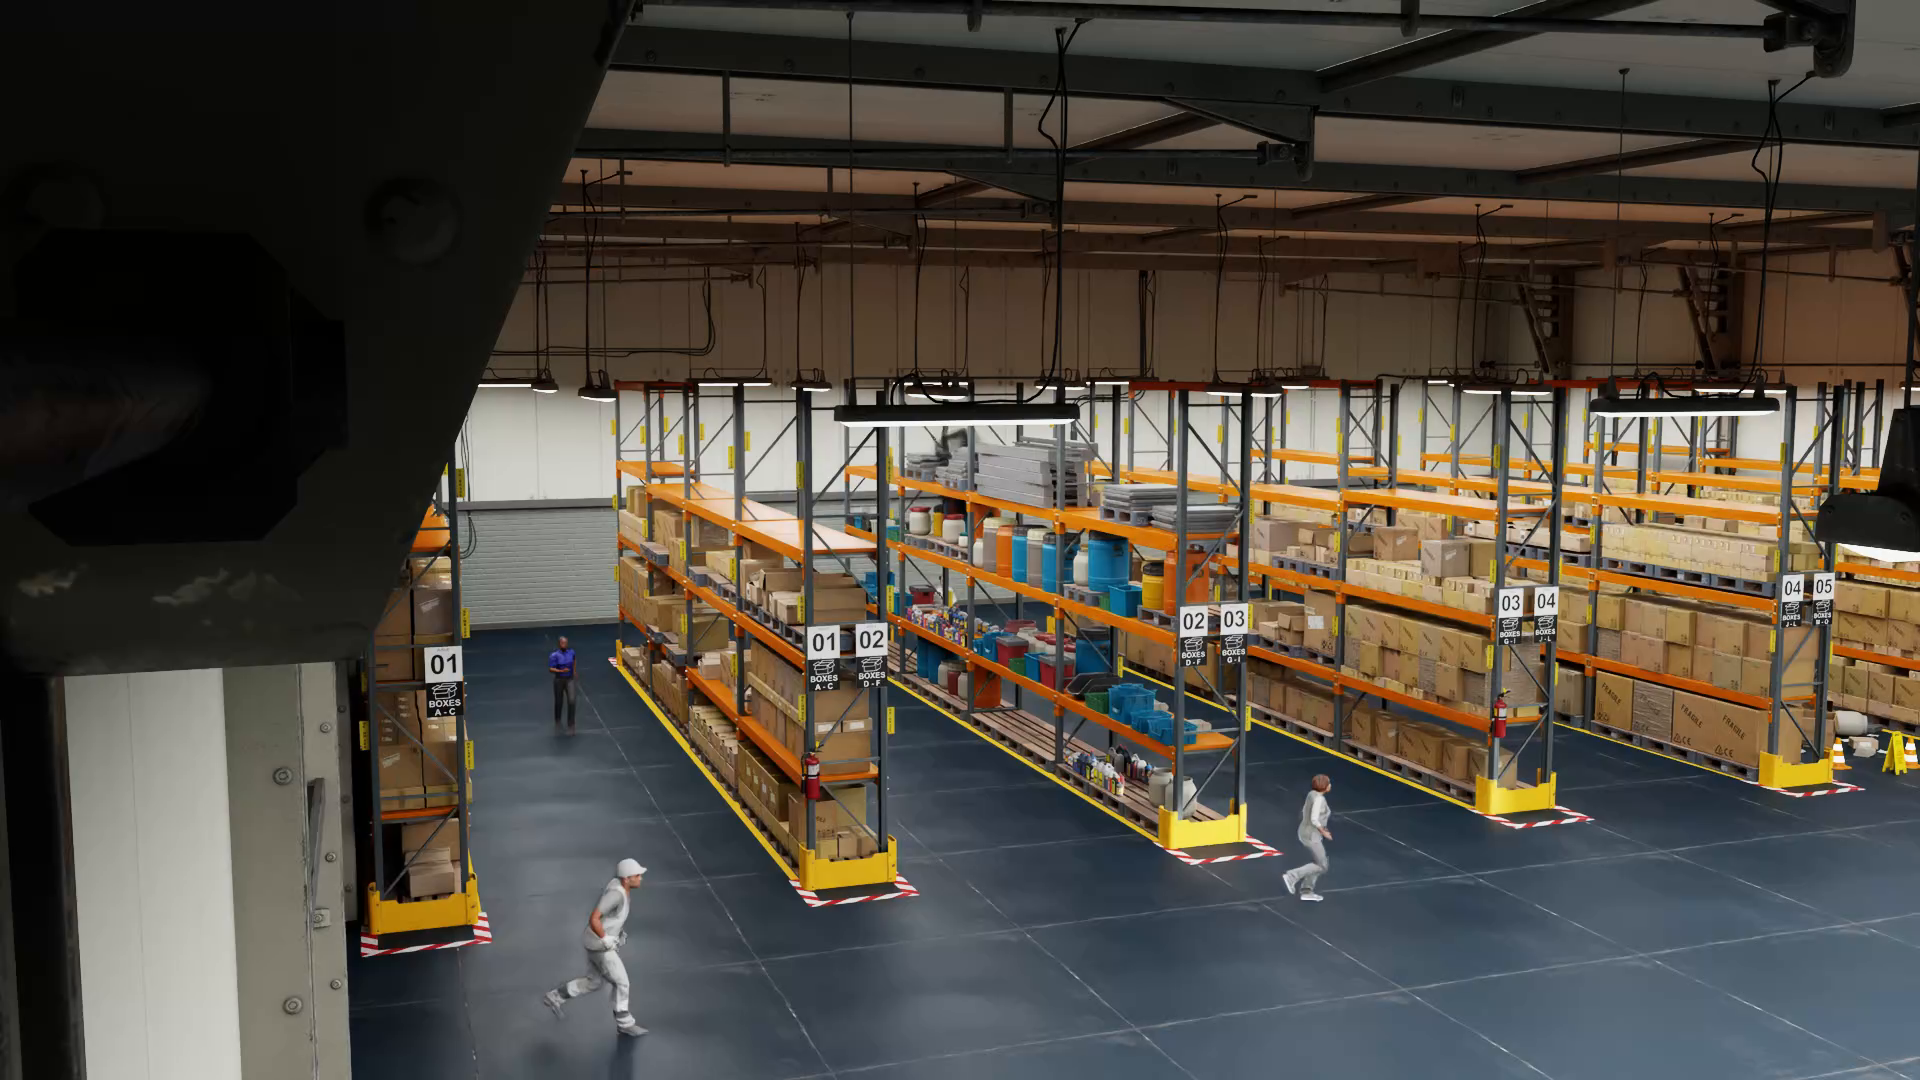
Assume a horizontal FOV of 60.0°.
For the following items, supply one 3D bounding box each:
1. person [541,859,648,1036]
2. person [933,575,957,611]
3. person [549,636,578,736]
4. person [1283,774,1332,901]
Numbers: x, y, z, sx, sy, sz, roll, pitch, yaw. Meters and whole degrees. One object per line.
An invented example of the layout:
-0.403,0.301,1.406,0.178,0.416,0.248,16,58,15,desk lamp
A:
-3.446,3.850,15.627,1.019,1.730,0.677,0,6,2,person
-0.349,1.610,36.755,0.574,1.718,0.695,-3,7,-30,person
-6.807,2.491,28.568,0.519,1.715,0.847,-3,7,-23,person
4.099,3.616,19.611,0.581,1.322,0.540,0,6,1,person
